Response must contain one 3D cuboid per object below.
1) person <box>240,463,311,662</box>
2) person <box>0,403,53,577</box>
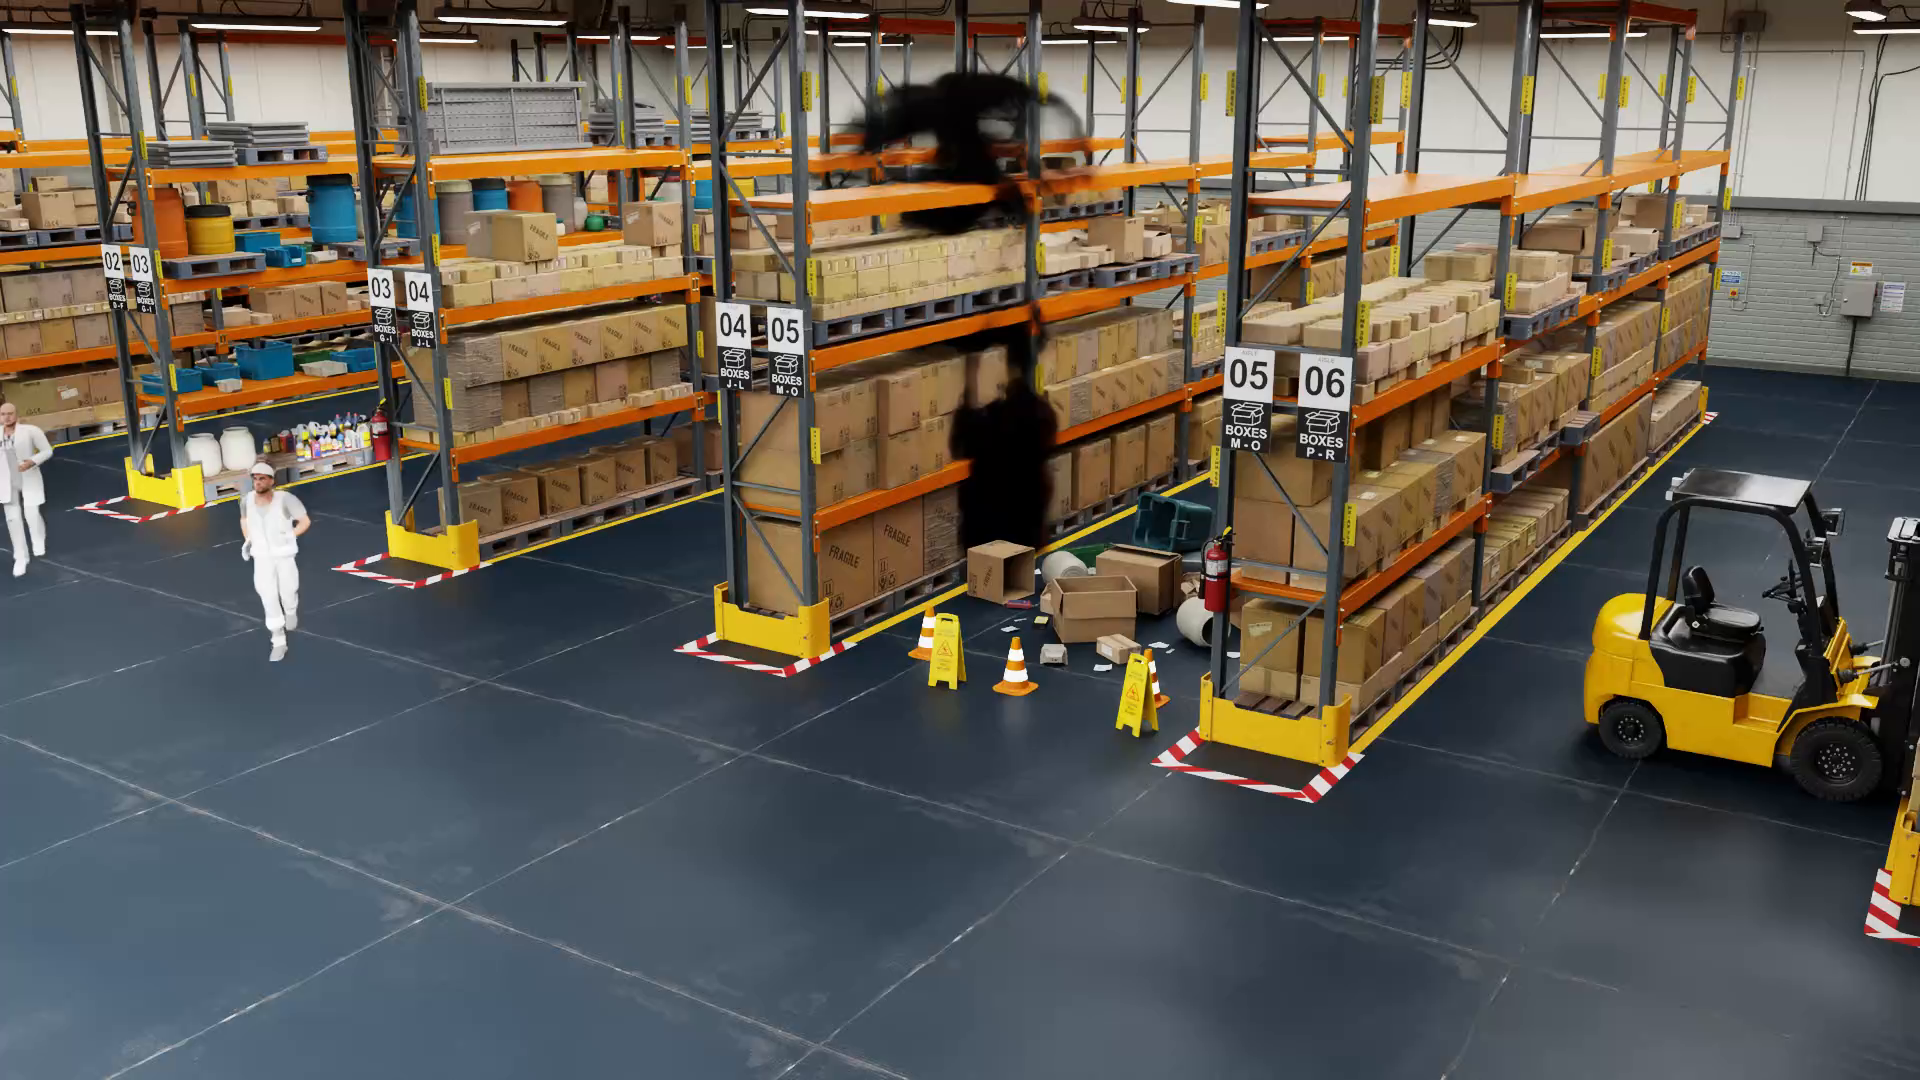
[{"bbox_3d":[-6.322,0.153,15.371,0.623,1.787,0.877,-3,16,-9],"label":"person"},{"bbox_3d":[-10.191,-0.603,18.063,0.703,1.809,0.967,-6,17,-21],"label":"person"}]
